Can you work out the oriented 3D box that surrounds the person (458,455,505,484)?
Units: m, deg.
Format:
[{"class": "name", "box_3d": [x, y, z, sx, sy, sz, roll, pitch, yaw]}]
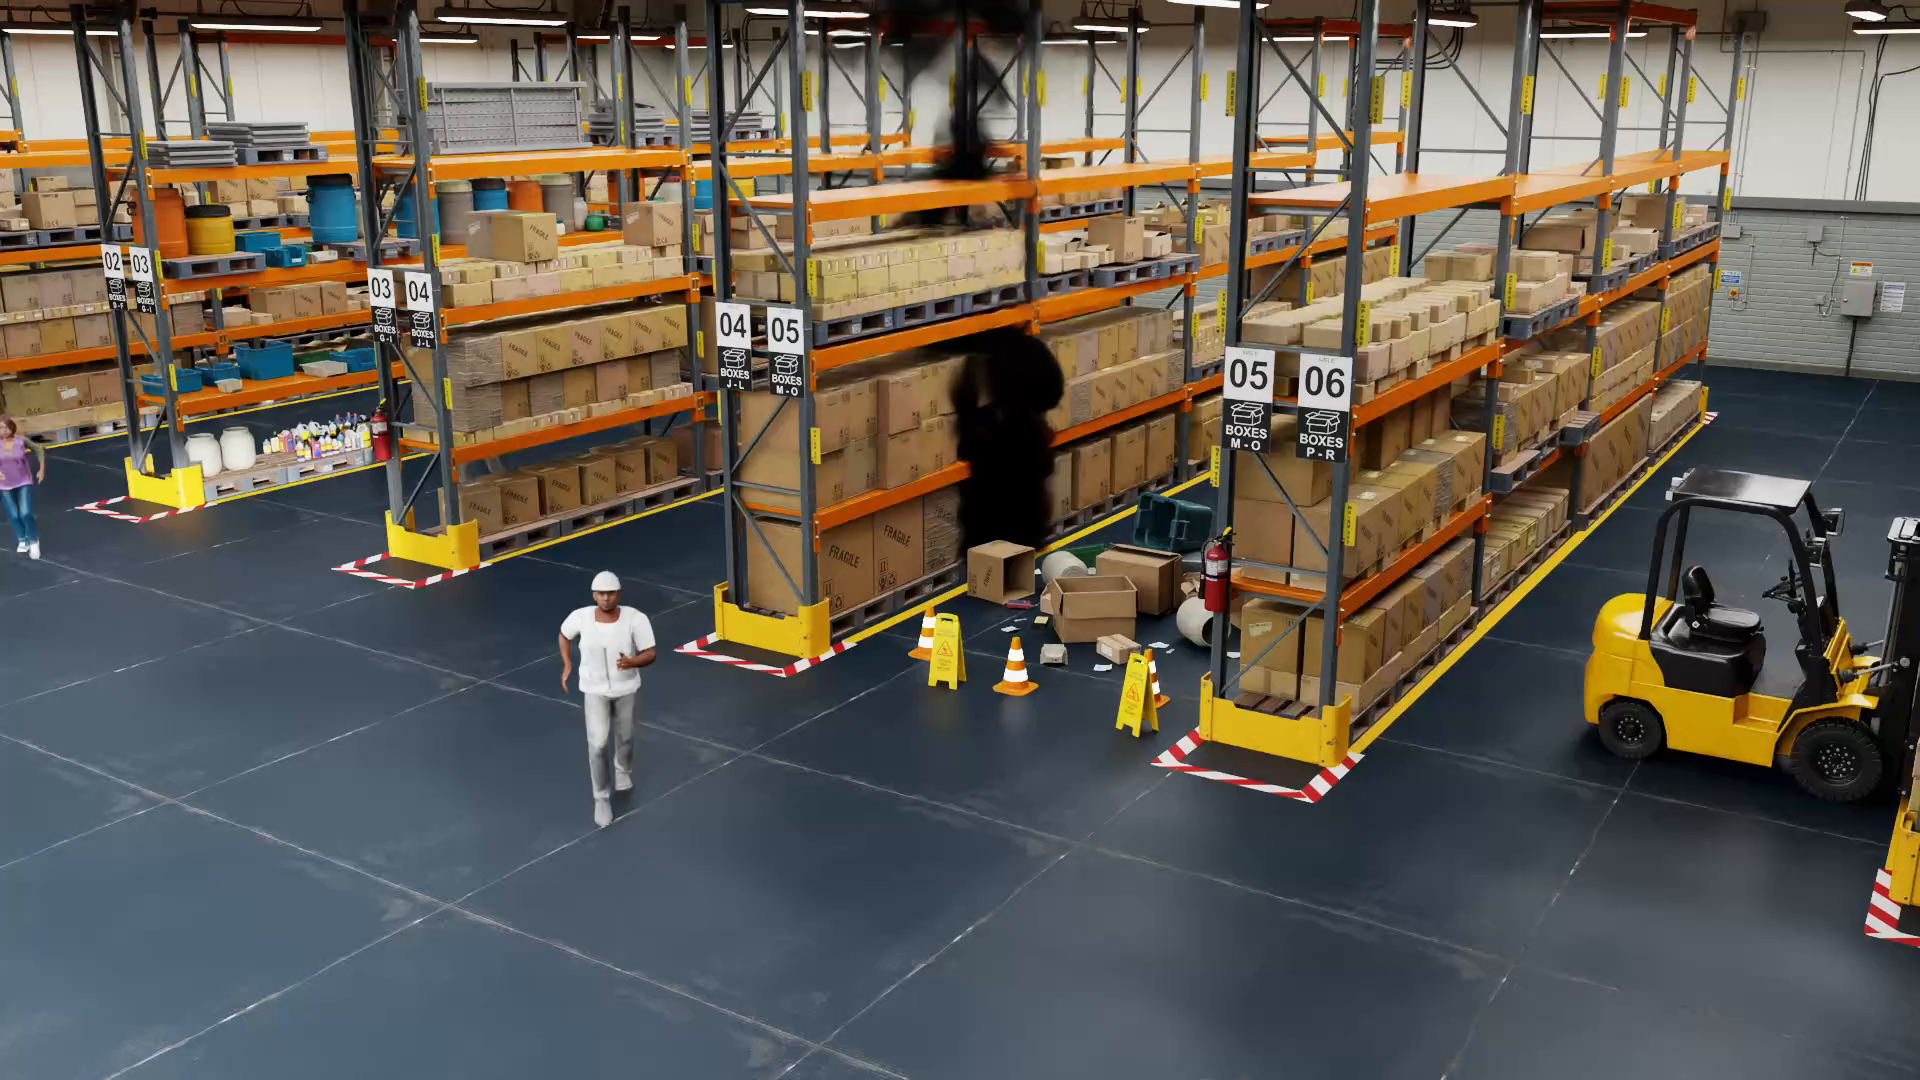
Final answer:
[{"class": "person", "box_3d": [-6.076, -1.383, 20.873, 0.666, 1.847, 0.937, 5, 16, 19]}]

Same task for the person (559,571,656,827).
[{"class": "person", "box_3d": [-2.512, 1.108, 11.955, 0.669, 1.829, 0.765, -4, 16, -14]}]

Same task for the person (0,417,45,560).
[{"class": "person", "box_3d": [-10.367, -0.560, 18.303, 0.560, 1.626, 0.669, -6, 17, -19]}]
